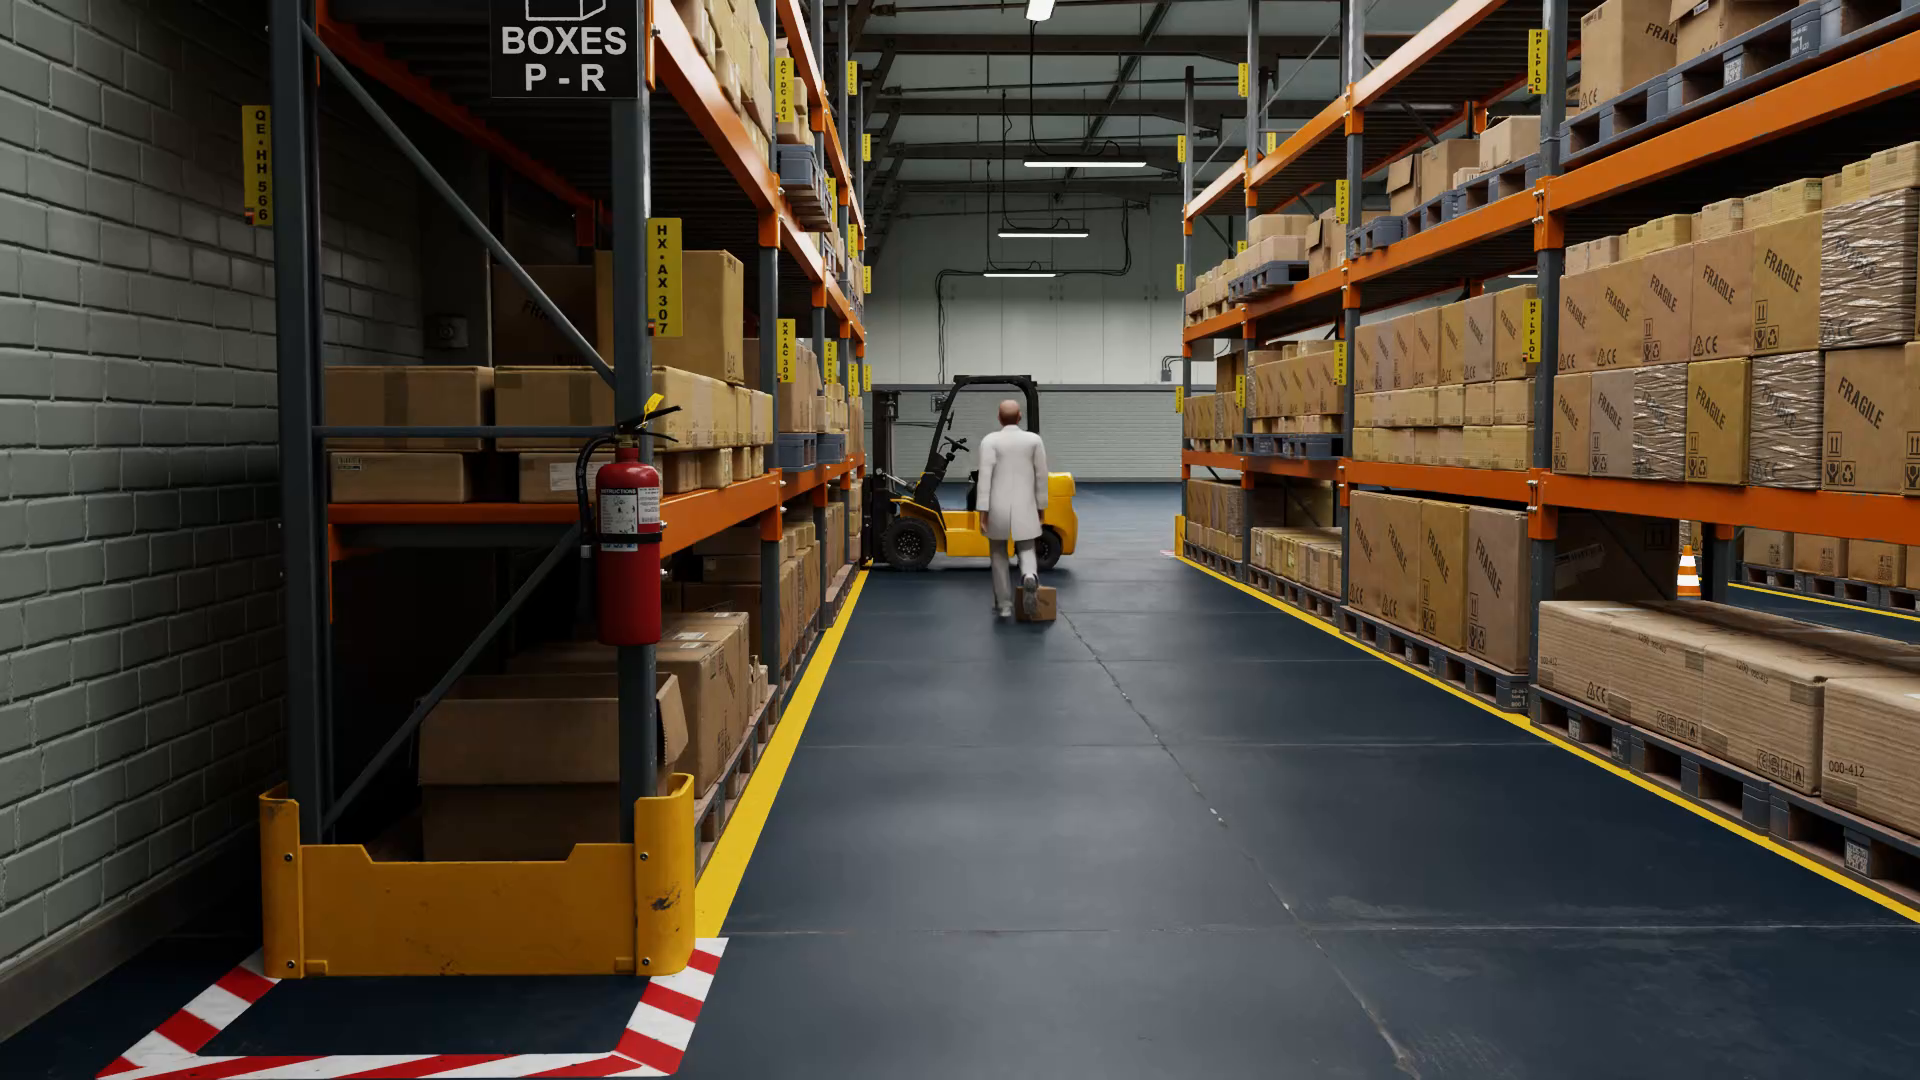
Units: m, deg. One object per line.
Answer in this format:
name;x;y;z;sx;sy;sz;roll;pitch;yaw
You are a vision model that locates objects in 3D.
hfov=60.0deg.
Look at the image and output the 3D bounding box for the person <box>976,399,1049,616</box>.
person;0.425;-0.251;13.350;0.602;1.751;0.803;0;4;-6
